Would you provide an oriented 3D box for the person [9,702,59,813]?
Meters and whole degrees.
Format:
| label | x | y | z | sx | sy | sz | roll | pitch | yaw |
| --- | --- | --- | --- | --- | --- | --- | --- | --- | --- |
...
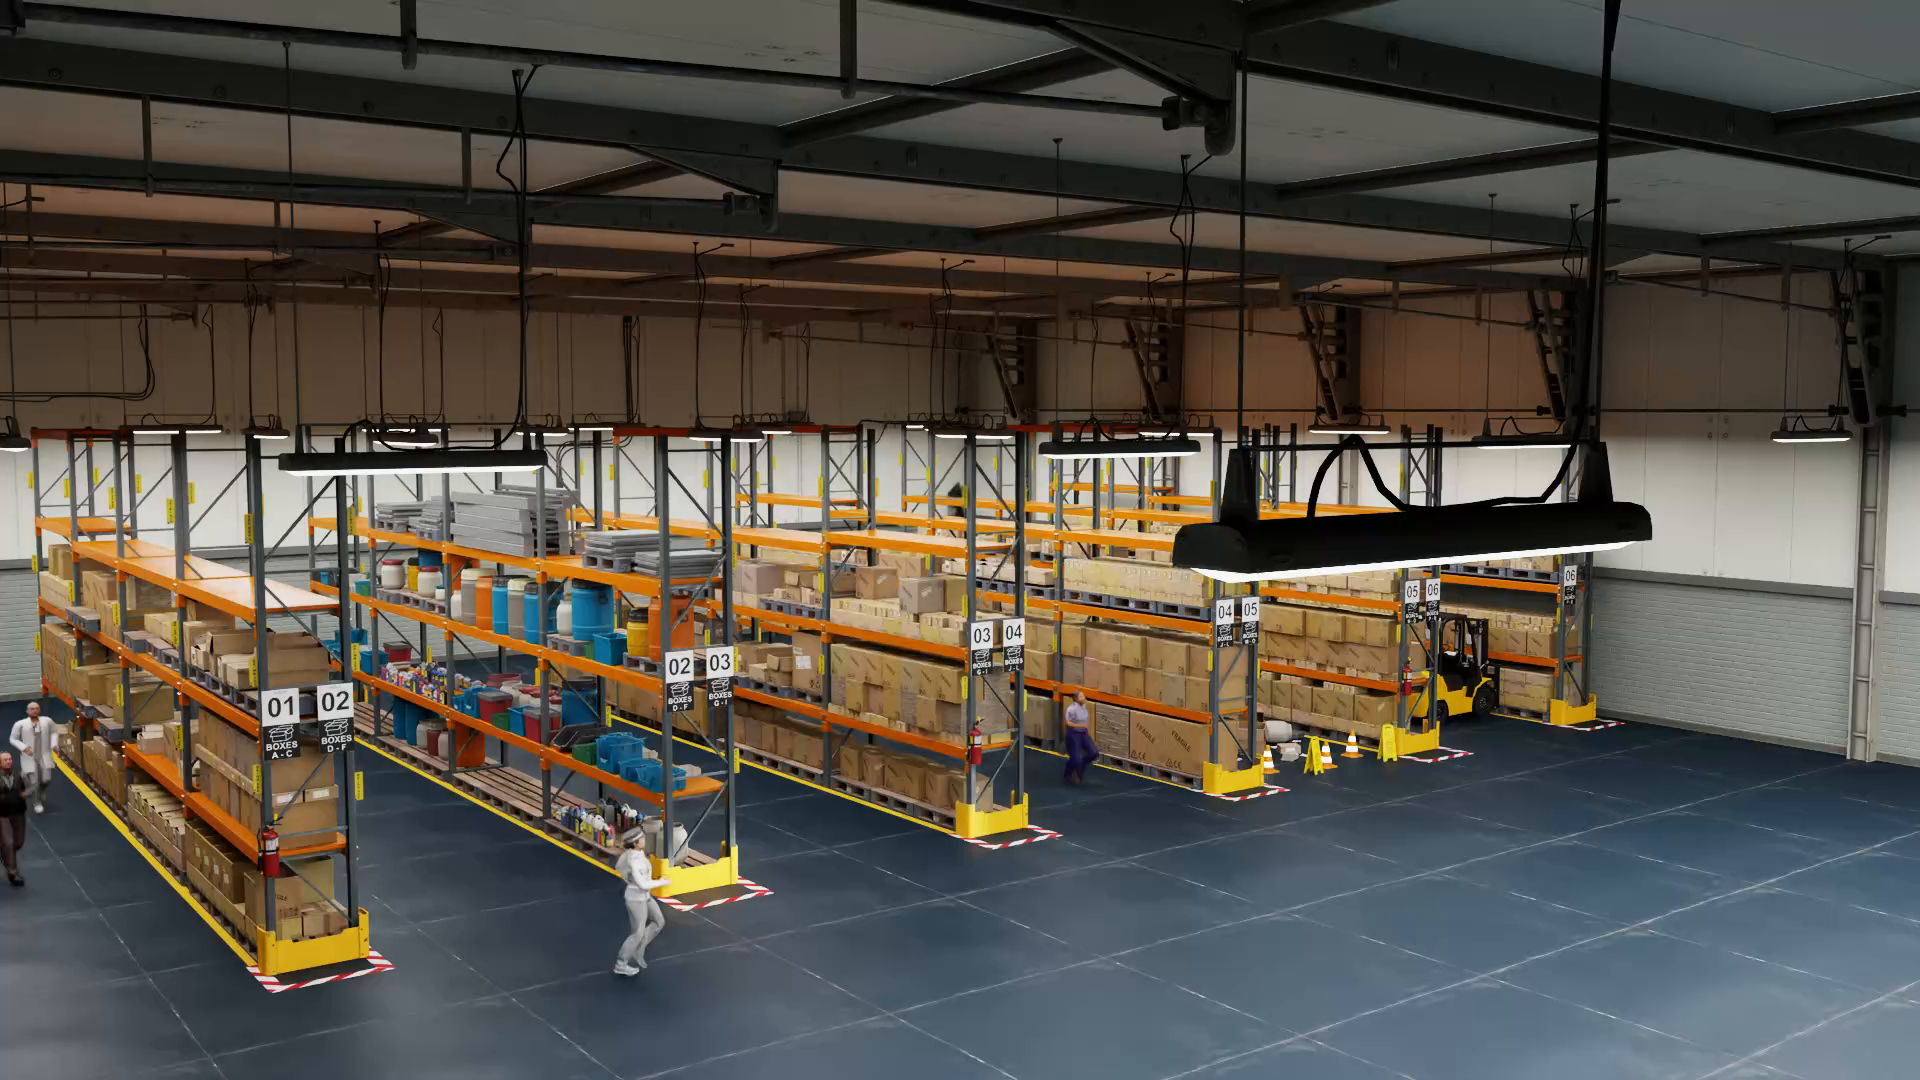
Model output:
| label | x | y | z | sx | sy | sz | roll | pitch | yaw |
| --- | --- | --- | --- | --- | --- | --- | --- | --- | --- |
| person | -14.556 | 3.417 | 26.197 | 0.711 | 1.735 | 0.636 | -4 | 6 | -40 |

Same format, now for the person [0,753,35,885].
| label | x | y | z | sx | sy | sz | roll | pitch | yaw |
| --- | --- | --- | --- | --- | --- | --- | --- | --- | --- |
| person | -12.791 | 3.704 | 22.341 | 0.958 | 1.699 | 0.663 | 4 | 6 | 40 |

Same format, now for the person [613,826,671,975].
| label | x | y | z | sx | sy | sz | roll | pitch | yaw |
| --- | --- | --- | --- | --- | --- | --- | --- | --- | --- |
| person | -3.561 | 4.025 | 18.631 | 0.653 | 1.686 | 0.622 | -1 | 5 | -10 |

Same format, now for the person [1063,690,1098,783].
| label | x | y | z | sx | sy | sz | roll | pitch | yaw |
| --- | --- | --- | --- | --- | --- | --- | --- | --- | --- |
| person | 1.990 | 3.319 | 28.030 | 0.645 | 1.602 | 0.599 | 4 | 6 | 43 |
